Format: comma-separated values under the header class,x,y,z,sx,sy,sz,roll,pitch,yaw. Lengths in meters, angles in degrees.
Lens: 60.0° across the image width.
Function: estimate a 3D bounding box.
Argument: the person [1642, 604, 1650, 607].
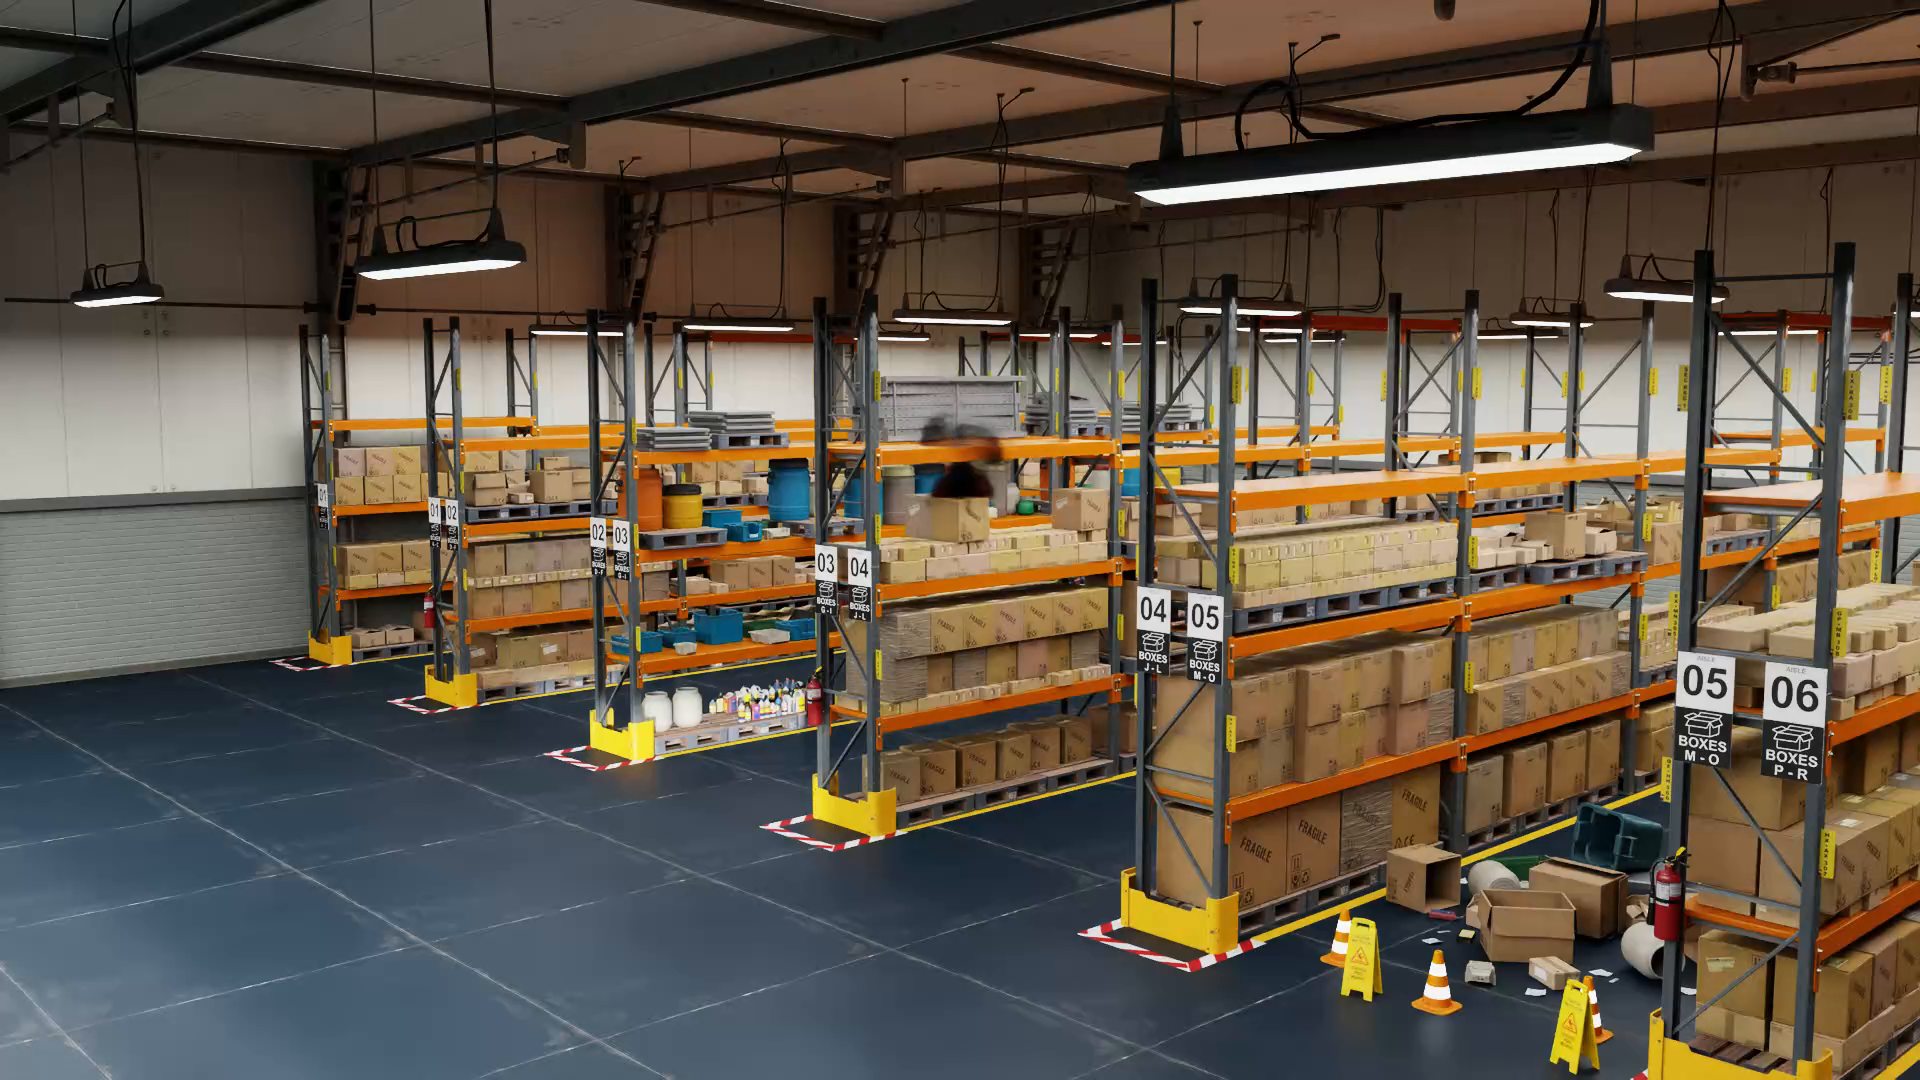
class,x,y,z,sx,sy,sz,roll,pitch,yaw
person,10.506,1.791,25.188,0.688,1.729,1.046,5,8,40
